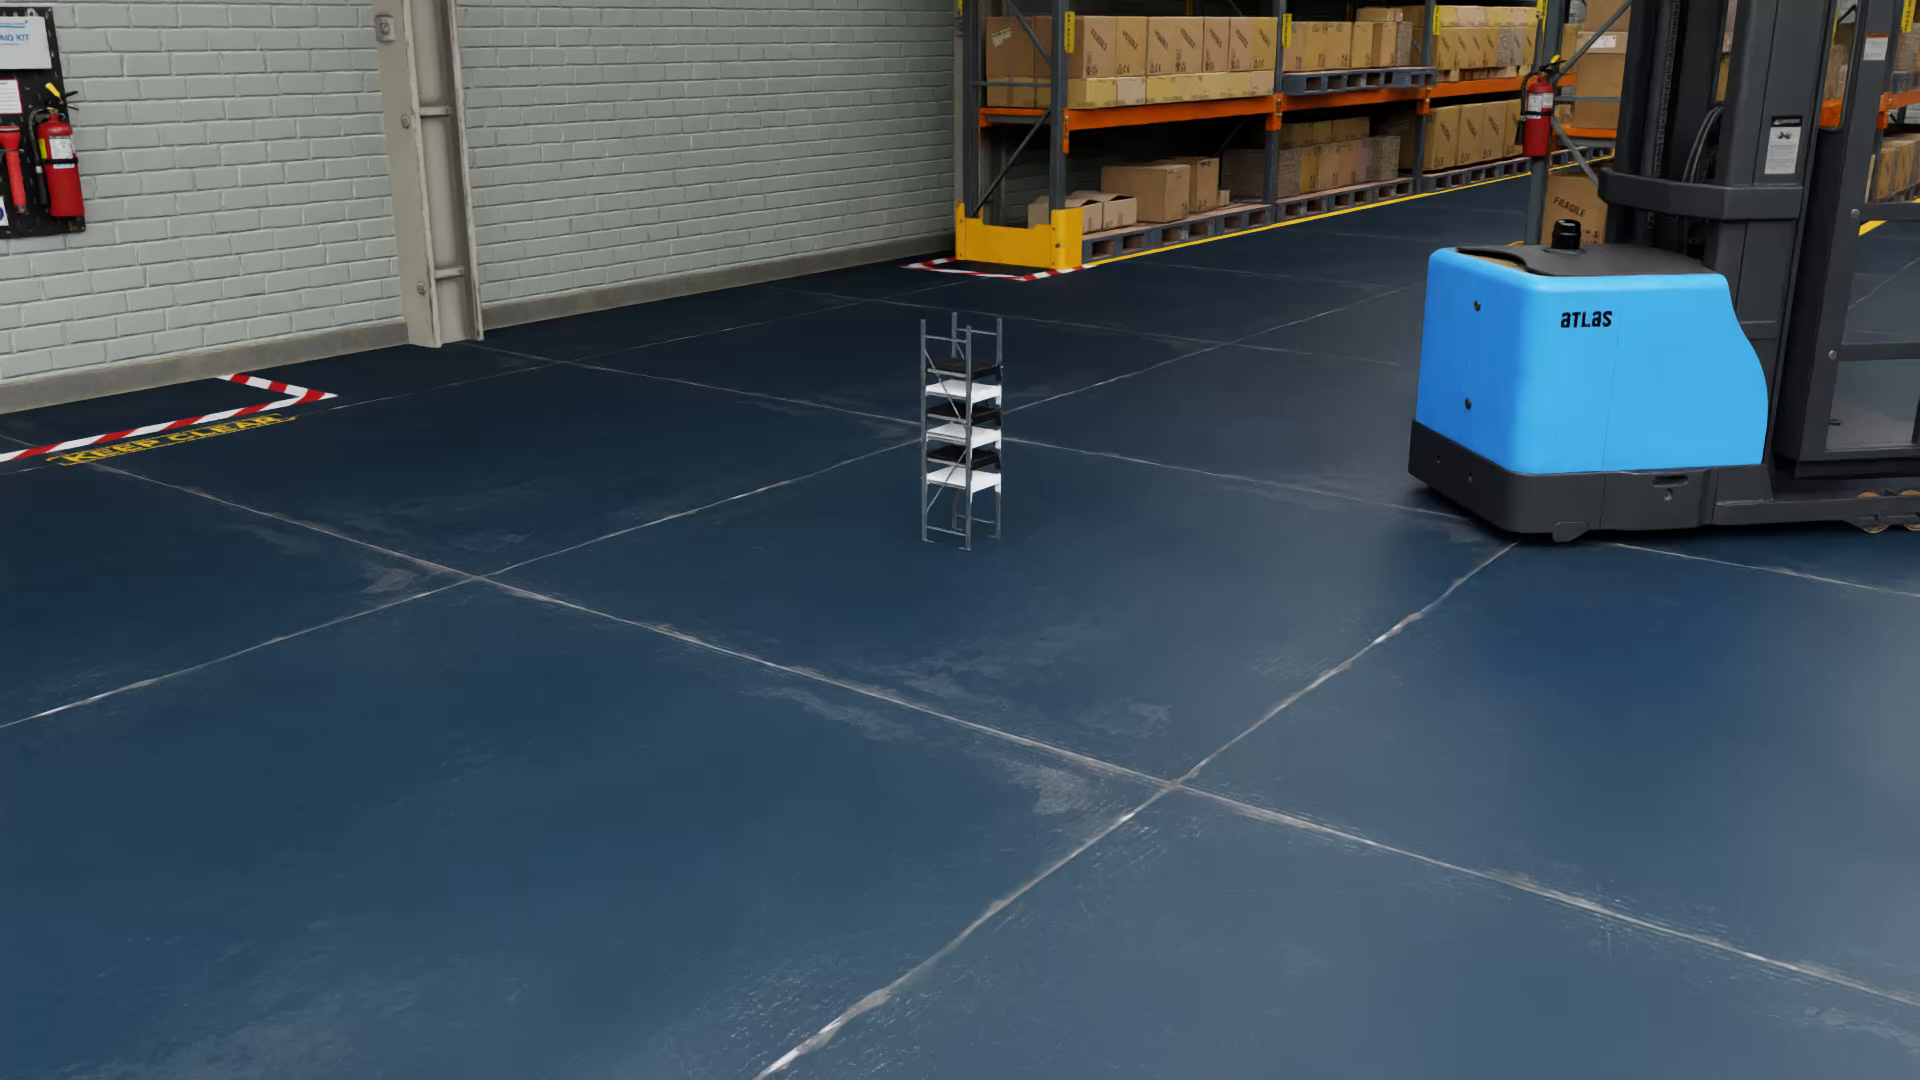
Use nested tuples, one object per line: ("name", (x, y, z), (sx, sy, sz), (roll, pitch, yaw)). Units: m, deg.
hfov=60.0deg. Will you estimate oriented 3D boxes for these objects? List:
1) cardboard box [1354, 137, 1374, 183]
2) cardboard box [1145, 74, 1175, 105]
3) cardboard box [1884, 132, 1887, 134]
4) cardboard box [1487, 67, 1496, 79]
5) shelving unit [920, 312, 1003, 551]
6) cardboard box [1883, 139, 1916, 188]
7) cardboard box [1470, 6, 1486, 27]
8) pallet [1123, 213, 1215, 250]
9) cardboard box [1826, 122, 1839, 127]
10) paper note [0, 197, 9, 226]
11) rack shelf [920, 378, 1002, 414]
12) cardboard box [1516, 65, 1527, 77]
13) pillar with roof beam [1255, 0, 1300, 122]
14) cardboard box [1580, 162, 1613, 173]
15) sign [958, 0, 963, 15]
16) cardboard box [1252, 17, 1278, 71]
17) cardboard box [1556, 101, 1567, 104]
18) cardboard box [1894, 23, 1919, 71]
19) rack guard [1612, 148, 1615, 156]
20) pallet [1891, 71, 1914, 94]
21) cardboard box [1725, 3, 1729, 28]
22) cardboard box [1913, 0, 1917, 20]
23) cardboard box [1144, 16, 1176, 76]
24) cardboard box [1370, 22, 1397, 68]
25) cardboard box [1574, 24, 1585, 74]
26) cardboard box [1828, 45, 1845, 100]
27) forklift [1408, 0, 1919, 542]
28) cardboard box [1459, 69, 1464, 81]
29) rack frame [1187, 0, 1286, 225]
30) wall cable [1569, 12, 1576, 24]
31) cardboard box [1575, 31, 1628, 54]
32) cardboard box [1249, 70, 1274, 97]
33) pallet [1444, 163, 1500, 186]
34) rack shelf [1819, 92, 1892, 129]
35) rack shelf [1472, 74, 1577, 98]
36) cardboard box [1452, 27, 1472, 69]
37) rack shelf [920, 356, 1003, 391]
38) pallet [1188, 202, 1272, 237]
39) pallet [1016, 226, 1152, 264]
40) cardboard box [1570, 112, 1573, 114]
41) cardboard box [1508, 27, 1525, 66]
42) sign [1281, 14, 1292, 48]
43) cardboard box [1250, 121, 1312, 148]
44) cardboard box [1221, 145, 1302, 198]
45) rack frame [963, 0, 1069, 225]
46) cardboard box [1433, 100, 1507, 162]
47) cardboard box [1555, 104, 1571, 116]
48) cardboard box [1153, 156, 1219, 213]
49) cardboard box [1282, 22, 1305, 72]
("cardboard box", (4.439, -4.493, 19.627), (0.700, 0.500, 0.500), (12, 21, 35))
("cardboard box", (1.612, -4.099, 15.103), (0.500, 0.250, 0.500), (12, 21, 34))
("cardboard box", (11.106, -4.782, 20.558), (0.500, 0.500, 0.500), (11, 21, 32))
("cardboard box", (6.843, -6.176, 21.965), (0.380, 0.149, 0.250), (12, 21, 33))
("shelving unit", (0.005, -0.432, 6.617), (0.258, 0.900, 0.210), (12, 21, 35))
("cardboard box", (10.625, -4.329, 19.098), (0.500, 0.500, 0.500), (12, 21, 33))
("cardboard box", (6.318, -6.627, 21.059), (0.500, 0.250, 0.500), (13, 21, 35))
("pallet", (1.745, -3.017, 16.103), (1.003, 0.211, 1.213), (12, 21, 35))
("cardboard box", (9.606, -4.538, 18.507), (0.500, 0.250, 0.500), (13, 22, 37))
("paper note", (-5.057, -1.712, 8.684), (0.016, 0.148, 0.142), (12, 21, 35))
("rack shelf", (0.005, -0.572, 6.573), (0.258, 0.077, 0.200), (12, 21, 35))
("cardboard box", (7.504, -6.407, 22.707), (0.380, 0.149, 0.250), (13, 21, 36))
("pillar with roof beam", (7.214, -7.707, 16.388), (9.100, 9.000, 0.400), (12, 21, 35))
("cardboard box", (5.105, -2.646, 12.871), (0.500, 0.500, 0.500), (12, 21, 35))
("sign", (0.026, -4.661, 14.209), (0.100, 0.325, 0.005), (12, 21, 35))
("cardboard box", (2.810, -4.936, 16.534), (0.500, 0.500, 0.500), (12, 21, 35))
("cardboard box", (9.119, -6.682, 25.616), (0.380, 0.149, 0.250), (13, 21, 35))
("cardboard box", (10.190, -5.487, 18.479), (0.500, 0.500, 0.700), (-15, 23, -40))
("rack guard", (10.007, -6.477, 26.757), (1.175, 0.500, 0.348), (12, 21, 35))
("pallet", (9.554, -4.967, 18.005), (1.213, 0.211, 1.003), (12, 21, 35))
("cardboard box", (5.069, -3.895, 11.871), (0.700, 0.500, 0.500), (12, 21, 33))
("cardboard box", (11.684, -6.529, 20.857), (0.500, 0.500, 0.500), (13, 21, 35))
("cardboard box", (1.601, -4.449, 14.966), (0.500, 0.500, 0.500), (12, 21, 33))
("cardboard box", (4.643, -5.766, 19.342), (0.700, 0.500, 0.500), (10, 20, 30))
("cardboard box", (8.811, -7.330, 24.783), (0.980, 0.700, 0.700), (11, 20, 32))
("cardboard box", (8.220, -4.530, 16.106), (0.500, 0.500, 0.500), (11, 20, 32))
("forklift", (3.580, -1.580, 6.888), (3.031, 2.935, 1.130), (-3, 17, -9))
("cardboard box", (6.190, -5.938, 21.199), (0.380, 0.149, 0.250), (13, 21, 36))
("rack frame", (2.843, -4.807, 17.165), (1.000, 3.000, 0.127), (12, 21, 35))
("wall cable", (9.996, -8.622, 27.738), (0.084, 1.984, 1.851), (12, 21, 35))
("cardboard box", (4.515, -3.462, 11.571), (0.380, 0.149, 0.250), (12, 21, 34))
("cardboard box", (2.804, -4.578, 16.648), (0.500, 0.250, 0.500), (12, 21, 35))
("pallet", (6.484, -4.892, 22.140), (1.003, 0.211, 1.213), (12, 21, 35))
("rack shelf", (8.015, -4.065, 15.989), (1.077, 0.370, 4.000), (12, 21, 35))
("rack shelf", (8.801, -6.845, 24.941), (1.077, 0.370, 4.000), (12, 21, 35))
("cardboard box", (6.041, -6.152, 20.794), (0.500, 0.500, 0.500), (13, 22, 36))
("rack shelf", (0.005, -0.658, 6.546), (0.258, 0.077, 0.200), (12, 21, 35))
("pallet", (2.471, -3.309, 17.043), (1.003, 0.211, 1.213), (12, 21, 35))
("pallet", (1.017, -2.728, 15.172), (1.003, 0.211, 1.213), (12, 21, 35))
("cardboard box", (9.059, -6.248, 25.313), (0.700, 0.500, 0.500), (12, 21, 33))
("cardboard box", (7.241, -6.634, 22.344), (0.500, 0.500, 0.500), (13, 21, 35))
("sign", (3.283, -5.126, 16.733), (0.100, 0.325, 0.005), (12, 21, 35))
("cardboard box", (3.528, -4.465, 18.273), (0.500, 0.250, 0.500), (12, 21, 34))
("cardboard box", (3.268, -4.001, 18.044), (0.700, 0.500, 0.500), (13, 22, 37))
("rack frame", (0.460, -3.854, 14.097), (1.000, 3.000, 0.127), (12, 21, 35))
("cardboard box", (6.799, -5.496, 22.301), (0.750, 0.750, 0.750), (13, 22, 36))
("cardboard box", (8.799, -6.362, 24.587), (0.380, 0.149, 0.250), (12, 21, 33))
("cardboard box", (2.257, -3.569, 16.651), (0.500, 0.500, 0.500), (11, 20, 31))
("cardboard box", (3.174, -5.180, 17.456), (0.700, 0.500, 0.500), (12, 21, 35))
